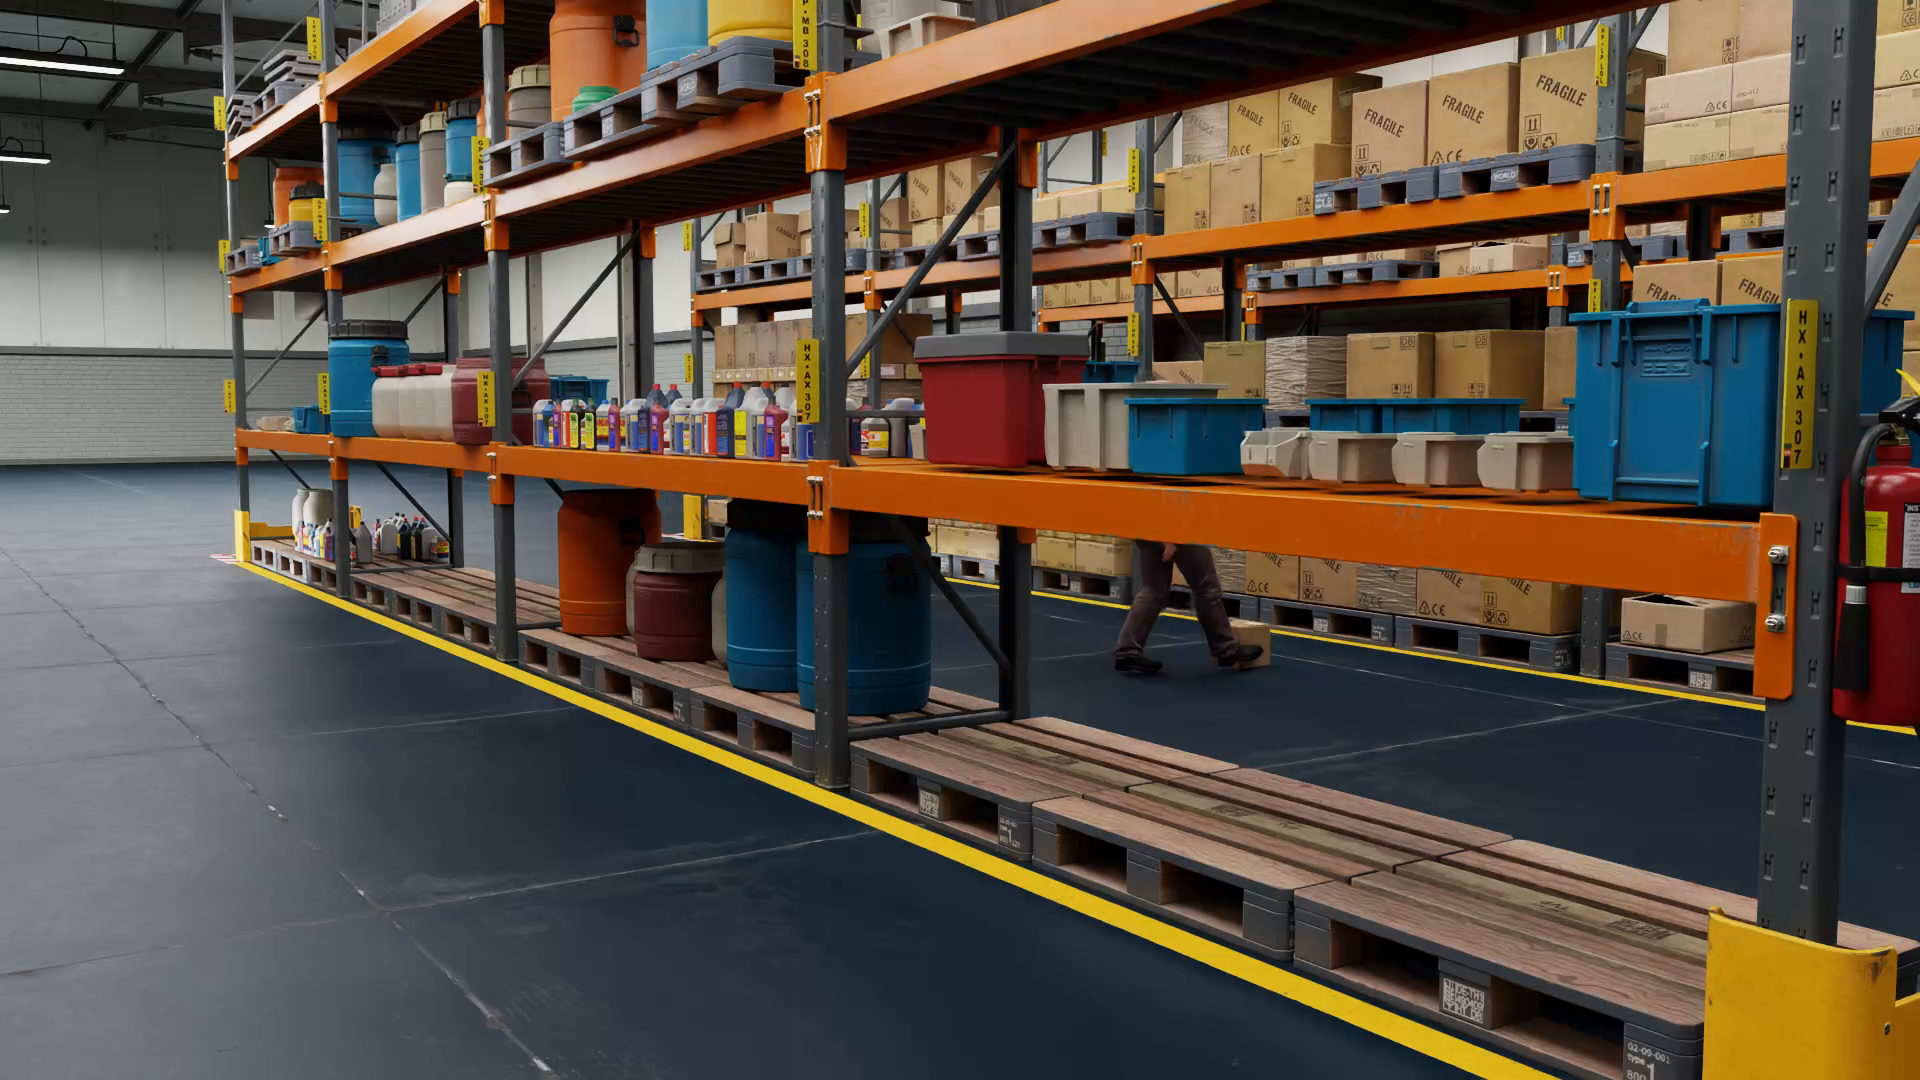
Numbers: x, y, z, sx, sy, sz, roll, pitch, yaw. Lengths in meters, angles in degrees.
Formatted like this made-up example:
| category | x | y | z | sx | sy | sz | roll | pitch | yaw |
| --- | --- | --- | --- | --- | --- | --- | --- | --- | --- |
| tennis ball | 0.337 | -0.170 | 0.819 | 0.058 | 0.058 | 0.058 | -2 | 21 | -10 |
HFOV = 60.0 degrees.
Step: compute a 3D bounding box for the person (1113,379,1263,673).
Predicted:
| category | x | y | z | sx | sy | sz | roll | pitch | yaw |
| --- | --- | --- | --- | --- | --- | --- | --- | --- | --- |
| person | 1.311 | -0.083 | 9.612 | 0.925 | 1.679 | 0.585 | -2 | 5 | -26 |
